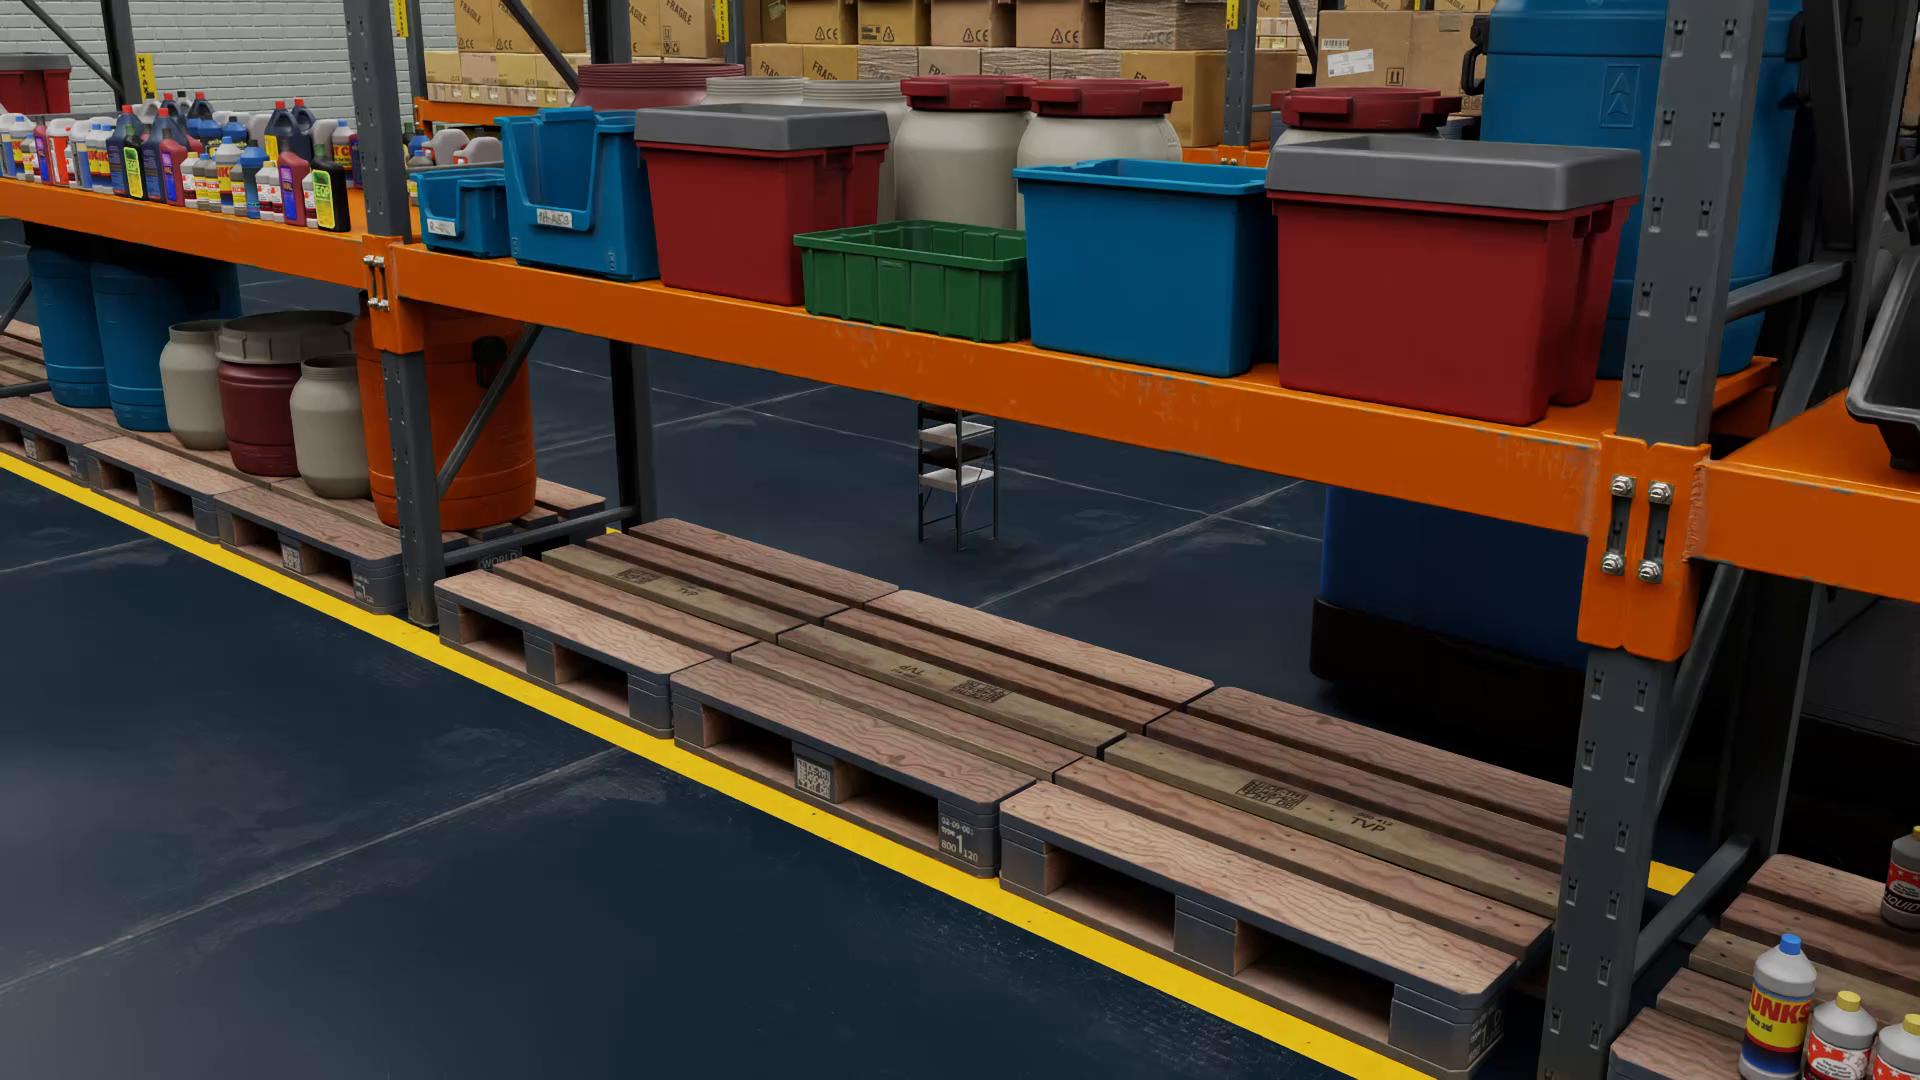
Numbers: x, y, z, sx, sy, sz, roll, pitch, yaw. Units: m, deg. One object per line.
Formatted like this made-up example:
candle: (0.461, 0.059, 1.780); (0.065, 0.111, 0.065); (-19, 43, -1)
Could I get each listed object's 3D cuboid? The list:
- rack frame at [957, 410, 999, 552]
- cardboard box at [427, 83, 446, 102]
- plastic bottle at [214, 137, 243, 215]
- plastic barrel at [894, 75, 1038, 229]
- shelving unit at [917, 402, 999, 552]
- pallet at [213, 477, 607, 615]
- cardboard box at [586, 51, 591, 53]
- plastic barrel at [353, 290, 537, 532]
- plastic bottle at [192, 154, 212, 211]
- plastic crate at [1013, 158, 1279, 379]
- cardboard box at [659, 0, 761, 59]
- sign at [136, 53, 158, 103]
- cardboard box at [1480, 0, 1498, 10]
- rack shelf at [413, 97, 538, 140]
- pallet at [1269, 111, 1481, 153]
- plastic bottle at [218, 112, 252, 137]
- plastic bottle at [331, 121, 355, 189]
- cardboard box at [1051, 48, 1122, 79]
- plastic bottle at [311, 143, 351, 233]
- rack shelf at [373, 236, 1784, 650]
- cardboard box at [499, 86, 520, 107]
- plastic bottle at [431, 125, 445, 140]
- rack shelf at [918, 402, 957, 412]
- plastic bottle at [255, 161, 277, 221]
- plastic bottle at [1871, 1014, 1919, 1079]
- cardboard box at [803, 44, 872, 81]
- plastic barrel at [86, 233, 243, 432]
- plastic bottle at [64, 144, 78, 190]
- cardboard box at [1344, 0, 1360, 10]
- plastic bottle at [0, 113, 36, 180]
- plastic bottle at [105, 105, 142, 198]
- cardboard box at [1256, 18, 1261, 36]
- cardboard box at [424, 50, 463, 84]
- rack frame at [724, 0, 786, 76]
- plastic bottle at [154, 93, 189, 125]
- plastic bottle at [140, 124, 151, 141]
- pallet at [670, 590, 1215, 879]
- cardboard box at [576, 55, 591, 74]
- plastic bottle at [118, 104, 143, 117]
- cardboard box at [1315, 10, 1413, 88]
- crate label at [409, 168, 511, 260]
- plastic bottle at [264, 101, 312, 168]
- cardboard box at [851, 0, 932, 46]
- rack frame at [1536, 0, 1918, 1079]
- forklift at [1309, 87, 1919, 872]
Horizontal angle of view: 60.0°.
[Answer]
rack frame: (0.070, -0.410, 6.416); (0.006, 0.900, 0.240); (15, 23, 39)
cardboard box: (-4.167, -3.708, 13.752); (0.250, 0.149, 0.380); (15, 23, 40)
plastic bottle: (-2.642, -1.322, 6.031); (0.097, 0.271, 0.097); (0, 18, 0)
plastic barrel: (0.031, -0.984, 4.530); (0.433, 0.535, 0.433); (0, 18, 0)
shelving unit: (-0.006, -0.431, 6.481); (0.210, 0.900, 0.258); (15, 23, 39)
pallet: (-2.135, -0.067, 6.473); (1.213, 0.211, 1.003); (15, 23, 39)
cardboard box: (-2.915, -3.803, 13.391); (0.500, 0.250, 0.500); (14, 22, 37)
plastic barrel: (-1.895, -0.507, 6.144); (0.708, 0.830, 0.600); (15, 23, 39)
plastic bottle: (-2.787, -1.328, 6.165); (0.097, 0.201, 0.097); (0, 18, 0)
plastic crate: (0.442, -0.587, 3.530); (0.575, 0.384, 0.392); (15, 23, 39)
cardboard box: (-1.743, -3.630, 11.608); (0.500, 0.500, 0.500); (16, 24, 41)
sign: (-4.143, -2.306, 8.461); (0.005, 0.325, 0.100); (15, 23, 39)
cardboard box: (5.893, -5.688, 17.756); (0.500, 0.500, 0.500); (15, 23, 39)
rack shelf: (-2.718, -3.229, 13.018); (4.000, 0.370, 1.077); (15, 23, 39)
pallet: (2.373, -2.157, 8.767); (1.003, 0.211, 1.213); (15, 23, 39)
plastic bottle: (-3.249, -1.783, 7.477); (0.135, 0.276, 0.152); (15, 23, 39)
plastic bottle: (-2.559, -1.607, 6.929); (0.097, 0.271, 0.097); (0, 18, 0)
cardboard box: (0.867, -2.560, 9.553); (0.500, 0.500, 0.500); (15, 23, 39)
plastic bottle: (-2.104, -1.176, 5.551); (0.133, 0.283, 0.061); (15, 23, 39)
rack shelf: (-0.022, -0.502, 4.425); (4.000, 0.370, 1.077); (15, 23, 39)
cardboard box: (-3.398, -3.502, 13.103); (0.250, 0.149, 0.380); (14, 23, 38)
plastic bottle: (-2.043, -1.481, 6.514); (0.133, 0.283, 0.061); (15, 23, 39)
rack shelf: (-0.006, -0.570, 6.436); (0.200, 0.077, 0.258); (15, 23, 39)
plastic bottle: (-2.423, -1.230, 5.857); (0.097, 0.201, 0.097); (0, 18, 0)
plastic bottle: (1.573, 0.884, 2.765); (0.097, 0.201, 0.097); (0, 18, 0)
cardboard box: (-0.667, -2.969, 10.842); (0.500, 0.500, 0.500); (15, 23, 39)
plastic barrel: (-3.585, -0.995, 7.562); (0.708, 0.901, 0.600); (15, 23, 39)
plastic bottle: (-3.655, -1.561, 6.899); (0.097, 0.201, 0.097); (0, 18, 0)
cardboard box: (4.445, -6.073, 18.970); (0.500, 0.500, 0.500); (15, 23, 38)
plastic bottle: (-4.143, -1.738, 7.335); (0.135, 0.276, 0.152); (15, 23, 39)
plastic bottle: (-3.288, -1.543, 6.596); (0.185, 0.351, 0.144); (15, 23, 39)
cardboard box: (2.538, -4.347, 14.087); (0.250, 0.149, 0.380); (15, 23, 40)
cardboard box: (-4.034, -3.887, 13.656); (0.500, 0.250, 0.500); (14, 23, 38)
rack frame: (-1.222, -3.171, 11.643); (0.127, 3.000, 1.000); (15, 23, 39)
plastic bottle: (-3.562, -1.846, 7.552); (0.185, 0.351, 0.144); (15, 23, 39)
plastic bottle: (-3.156, -1.483, 6.519); (0.133, 0.283, 0.061); (15, 23, 39)
pallet: (-0.056, 0.492, 4.714); (1.213, 0.211, 1.003); (15, 23, 39)
cardboard box: (-2.497, -3.476, 12.362); (0.500, 0.250, 0.500); (16, 23, 40)
plastic bottle: (-4.000, -1.985, 8.112); (0.135, 0.276, 0.152); (15, 23, 39)
cardboard box: (2.200, -2.516, 8.721); (0.500, 0.500, 0.500); (12, 21, 33)
crate label: (-1.452, -0.998, 5.073); (0.416, 0.233, 0.303); (15, 23, 39)
plastic bottle: (-2.781, -1.633, 6.881); (0.185, 0.351, 0.144); (15, 23, 39)
cardboard box: (-0.233, -3.430, 10.636); (0.637, 0.503, 0.797); (15, 23, 40)
rack frame: (1.474, -0.444, 3.051); (0.127, 3.000, 1.000); (15, 23, 39)
forklift: (2.492, -0.726, 4.054); (3.031, 2.935, 1.130); (16, 24, 41)
